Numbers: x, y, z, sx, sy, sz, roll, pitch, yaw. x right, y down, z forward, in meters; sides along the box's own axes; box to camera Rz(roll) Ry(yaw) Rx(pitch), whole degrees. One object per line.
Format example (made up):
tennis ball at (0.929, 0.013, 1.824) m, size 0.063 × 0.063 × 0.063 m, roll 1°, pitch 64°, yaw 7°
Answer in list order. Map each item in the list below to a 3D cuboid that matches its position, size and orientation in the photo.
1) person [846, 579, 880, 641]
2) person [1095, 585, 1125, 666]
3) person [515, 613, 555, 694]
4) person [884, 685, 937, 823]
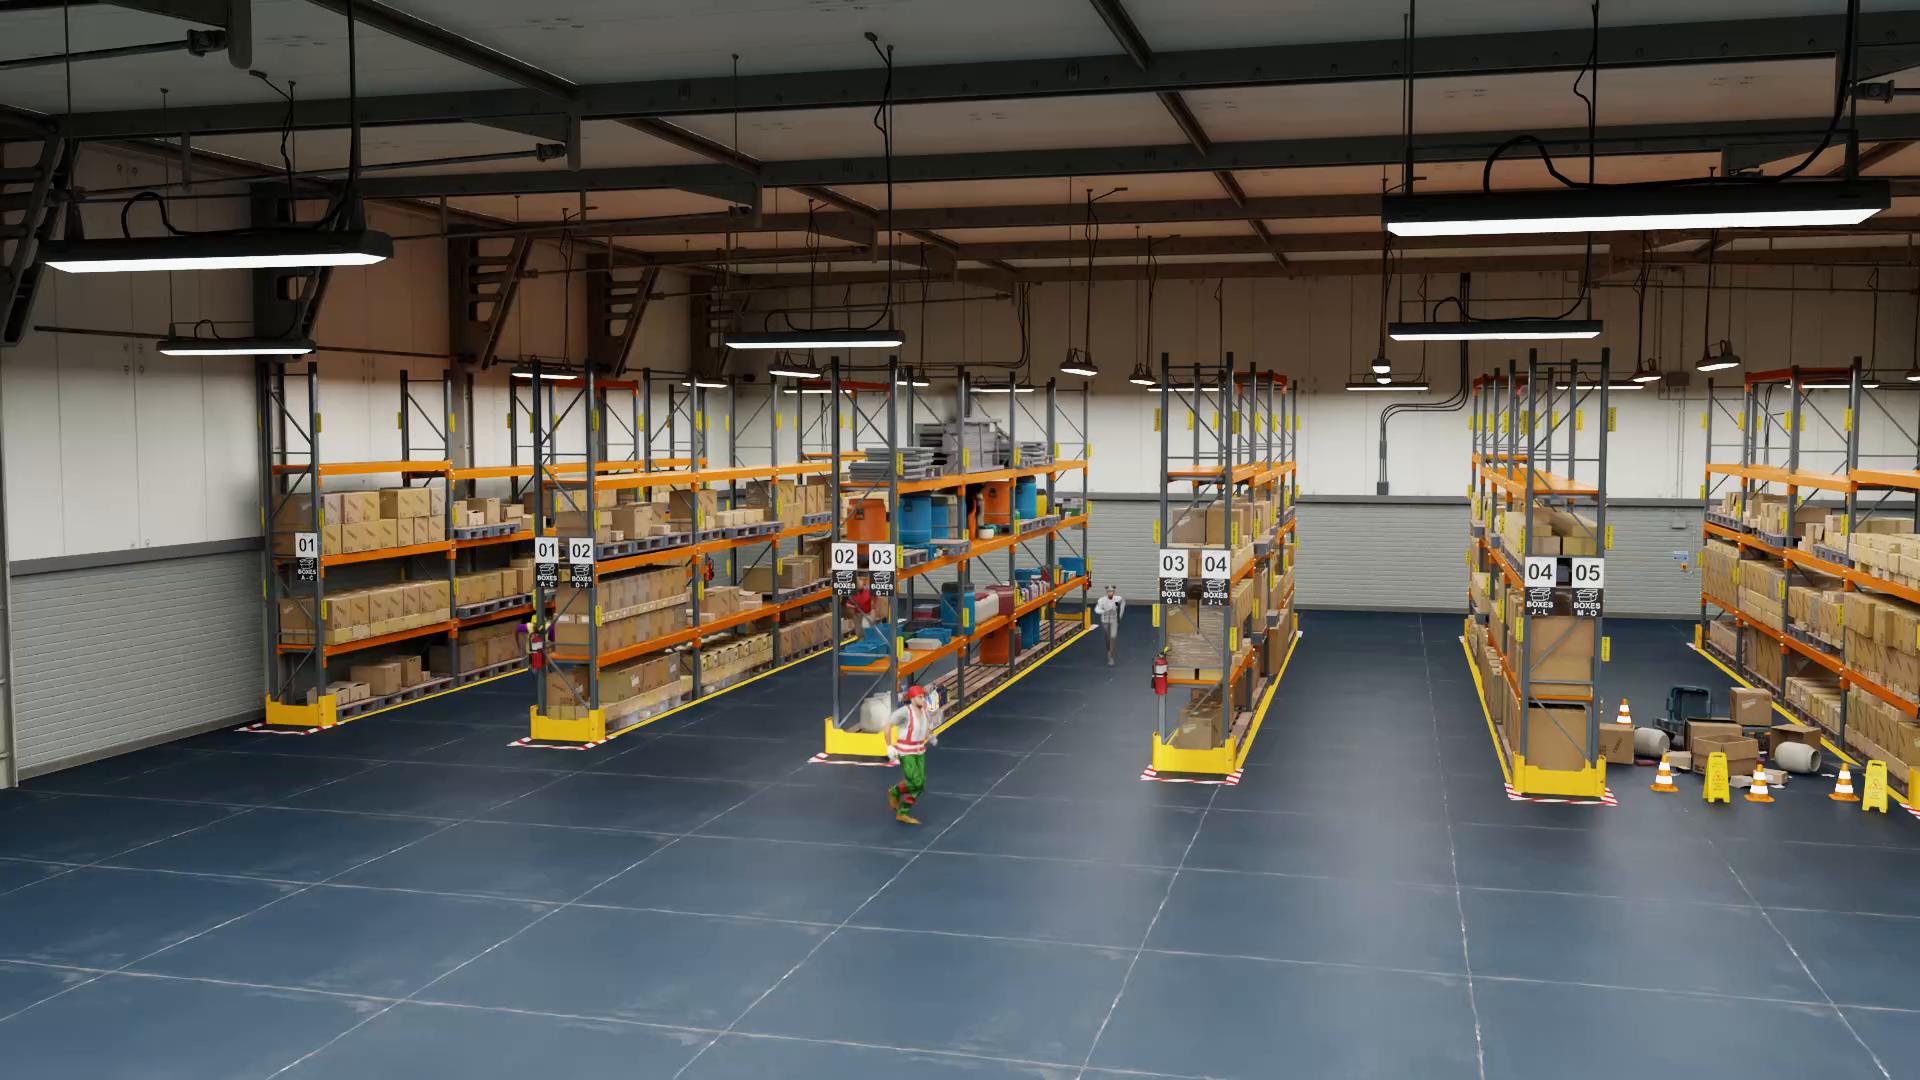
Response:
person at (-2.054, 1.642, 35.092) m, size 0.686 × 1.676 × 0.899 m, roll 0°, pitch 4°, yaw 5°
person at (3.126, 1.748, 34.634) m, size 0.609 × 1.694 × 0.922 m, roll 1°, pitch 4°, yaw 9°
person at (-7.718, 2.086, 30.245) m, size 0.734 × 1.578 × 0.838 m, roll -1°, pitch 4°, yaw -13°
person at (-0.589, 2.678, 20.779) m, size 0.638 × 1.732 × 0.660 m, roll 4°, pitch 5°, yaw 42°
